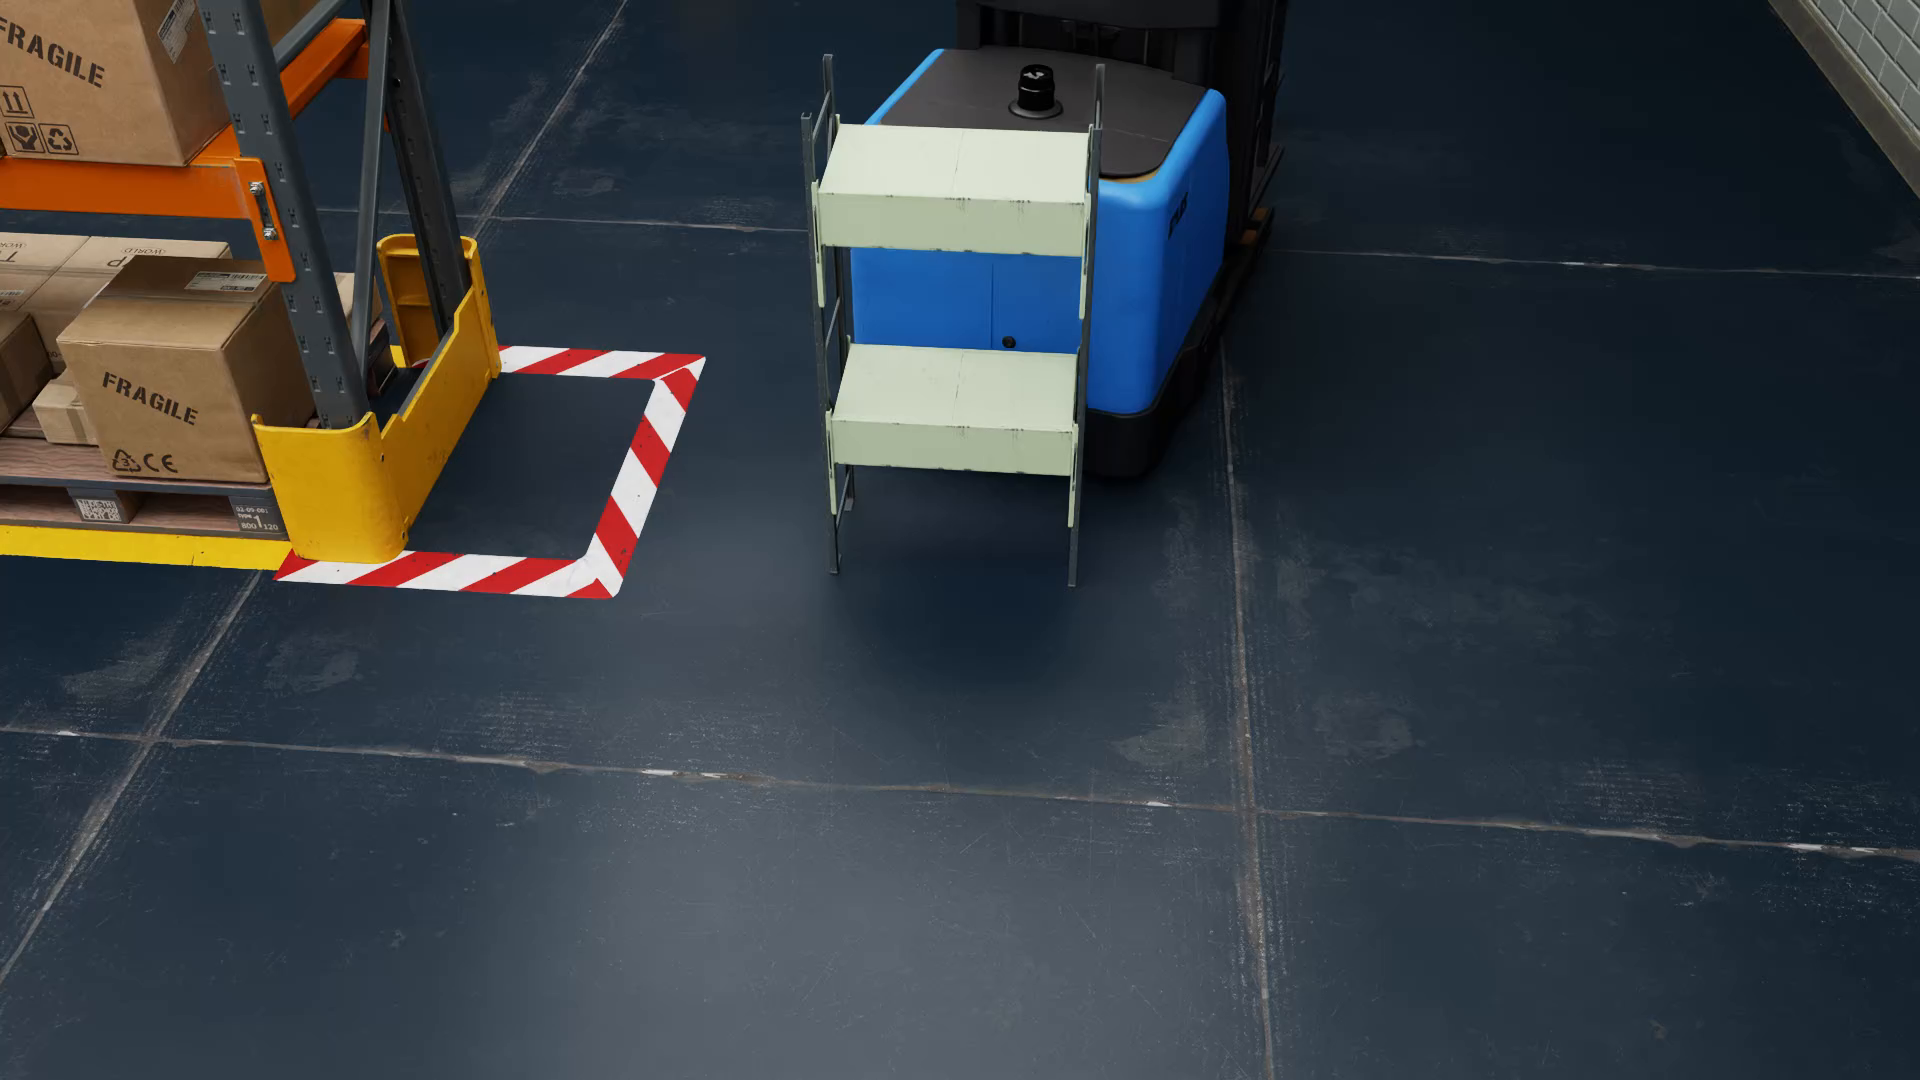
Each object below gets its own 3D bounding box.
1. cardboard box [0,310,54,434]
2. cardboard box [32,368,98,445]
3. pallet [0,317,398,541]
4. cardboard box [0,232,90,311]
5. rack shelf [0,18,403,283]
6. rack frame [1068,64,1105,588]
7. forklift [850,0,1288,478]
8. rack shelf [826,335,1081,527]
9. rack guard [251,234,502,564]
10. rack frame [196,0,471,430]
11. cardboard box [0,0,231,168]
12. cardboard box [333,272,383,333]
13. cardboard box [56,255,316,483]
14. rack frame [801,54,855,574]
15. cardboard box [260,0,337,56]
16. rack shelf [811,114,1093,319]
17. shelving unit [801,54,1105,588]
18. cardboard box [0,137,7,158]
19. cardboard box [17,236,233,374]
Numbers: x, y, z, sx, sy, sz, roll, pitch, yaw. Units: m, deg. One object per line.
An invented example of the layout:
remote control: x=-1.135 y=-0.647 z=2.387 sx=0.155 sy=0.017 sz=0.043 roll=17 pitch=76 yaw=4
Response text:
cardboard box: x=-3.304 y=-0.508 z=5.327 sx=0.500 sy=0.250 sz=0.500 roll=3 pitch=39 yaw=4
cardboard box: x=-2.756 y=-0.483 z=5.364 sx=0.250 sy=0.166 sz=0.380 roll=3 pitch=39 yaw=4
pallet: x=-2.667 y=-0.424 z=5.603 sx=1.213 sy=0.211 sz=1.003 roll=3 pitch=39 yaw=4
cardboard box: x=-3.311 y=-0.825 z=5.717 sx=0.500 sy=0.250 sz=0.500 roll=3 pitch=39 yaw=4
rack shelf: x=-3.790 y=-1.288 z=5.026 sx=4.000 sy=0.370 sz=1.077 roll=3 pitch=39 yaw=4
rack frame: x=0.358 y=-0.562 z=4.752 sx=0.023 sy=1.500 sz=0.400 roll=3 pitch=39 yaw=4
forklift: x=0.621 y=-2.274 z=5.722 sx=1.130 sy=2.935 sz=3.031 roll=13 pitch=41 yaw=16
rack shelf: x=-0.007 y=-0.329 z=4.983 sx=0.720 sy=0.370 sz=0.431 roll=3 pitch=39 yaw=4
rack guard: x=-1.873 y=-0.493 z=5.460 sx=0.348 sy=0.500 sz=1.175 roll=3 pitch=39 yaw=4
rack frame: x=-1.797 y=-1.458 z=4.665 sx=0.127 sy=3.000 sz=1.000 roll=3 pitch=39 yaw=4
cardboard box: x=-2.267 y=-1.350 z=4.454 sx=0.500 sy=0.500 sz=0.500 roll=4 pitch=39 yaw=5
cardboard box: x=-2.185 y=-0.762 z=5.720 sx=0.250 sy=0.149 sz=0.380 roll=3 pitch=39 yaw=4
cardboard box: x=-2.360 y=-0.534 z=5.162 sx=0.500 sy=0.500 sz=0.500 roll=3 pitch=39 yaw=4
rack frame: x=-0.371 y=-0.602 z=4.801 sx=0.023 sy=1.500 sz=0.400 roll=3 pitch=39 yaw=4
cardboard box: x=-2.217 y=-1.687 z=4.867 sx=0.500 sy=0.500 sz=0.500 roll=4 pitch=39 yaw=5
rack shelf: x=-0.007 y=-0.885 z=4.531 sx=0.720 sy=0.370 sz=0.431 roll=3 pitch=39 yaw=4
shelving unit: x=-0.007 y=-0.582 z=4.777 sx=0.755 sy=1.500 sz=0.431 roll=3 pitch=39 yaw=4
cardboard box: x=-2.784 y=-1.376 z=4.486 sx=0.500 sy=0.500 sz=0.500 roll=3 pitch=39 yaw=4
cardboard box: x=-2.813 y=-0.798 z=5.684 sx=0.500 sy=0.250 sz=0.500 roll=3 pitch=39 yaw=4
